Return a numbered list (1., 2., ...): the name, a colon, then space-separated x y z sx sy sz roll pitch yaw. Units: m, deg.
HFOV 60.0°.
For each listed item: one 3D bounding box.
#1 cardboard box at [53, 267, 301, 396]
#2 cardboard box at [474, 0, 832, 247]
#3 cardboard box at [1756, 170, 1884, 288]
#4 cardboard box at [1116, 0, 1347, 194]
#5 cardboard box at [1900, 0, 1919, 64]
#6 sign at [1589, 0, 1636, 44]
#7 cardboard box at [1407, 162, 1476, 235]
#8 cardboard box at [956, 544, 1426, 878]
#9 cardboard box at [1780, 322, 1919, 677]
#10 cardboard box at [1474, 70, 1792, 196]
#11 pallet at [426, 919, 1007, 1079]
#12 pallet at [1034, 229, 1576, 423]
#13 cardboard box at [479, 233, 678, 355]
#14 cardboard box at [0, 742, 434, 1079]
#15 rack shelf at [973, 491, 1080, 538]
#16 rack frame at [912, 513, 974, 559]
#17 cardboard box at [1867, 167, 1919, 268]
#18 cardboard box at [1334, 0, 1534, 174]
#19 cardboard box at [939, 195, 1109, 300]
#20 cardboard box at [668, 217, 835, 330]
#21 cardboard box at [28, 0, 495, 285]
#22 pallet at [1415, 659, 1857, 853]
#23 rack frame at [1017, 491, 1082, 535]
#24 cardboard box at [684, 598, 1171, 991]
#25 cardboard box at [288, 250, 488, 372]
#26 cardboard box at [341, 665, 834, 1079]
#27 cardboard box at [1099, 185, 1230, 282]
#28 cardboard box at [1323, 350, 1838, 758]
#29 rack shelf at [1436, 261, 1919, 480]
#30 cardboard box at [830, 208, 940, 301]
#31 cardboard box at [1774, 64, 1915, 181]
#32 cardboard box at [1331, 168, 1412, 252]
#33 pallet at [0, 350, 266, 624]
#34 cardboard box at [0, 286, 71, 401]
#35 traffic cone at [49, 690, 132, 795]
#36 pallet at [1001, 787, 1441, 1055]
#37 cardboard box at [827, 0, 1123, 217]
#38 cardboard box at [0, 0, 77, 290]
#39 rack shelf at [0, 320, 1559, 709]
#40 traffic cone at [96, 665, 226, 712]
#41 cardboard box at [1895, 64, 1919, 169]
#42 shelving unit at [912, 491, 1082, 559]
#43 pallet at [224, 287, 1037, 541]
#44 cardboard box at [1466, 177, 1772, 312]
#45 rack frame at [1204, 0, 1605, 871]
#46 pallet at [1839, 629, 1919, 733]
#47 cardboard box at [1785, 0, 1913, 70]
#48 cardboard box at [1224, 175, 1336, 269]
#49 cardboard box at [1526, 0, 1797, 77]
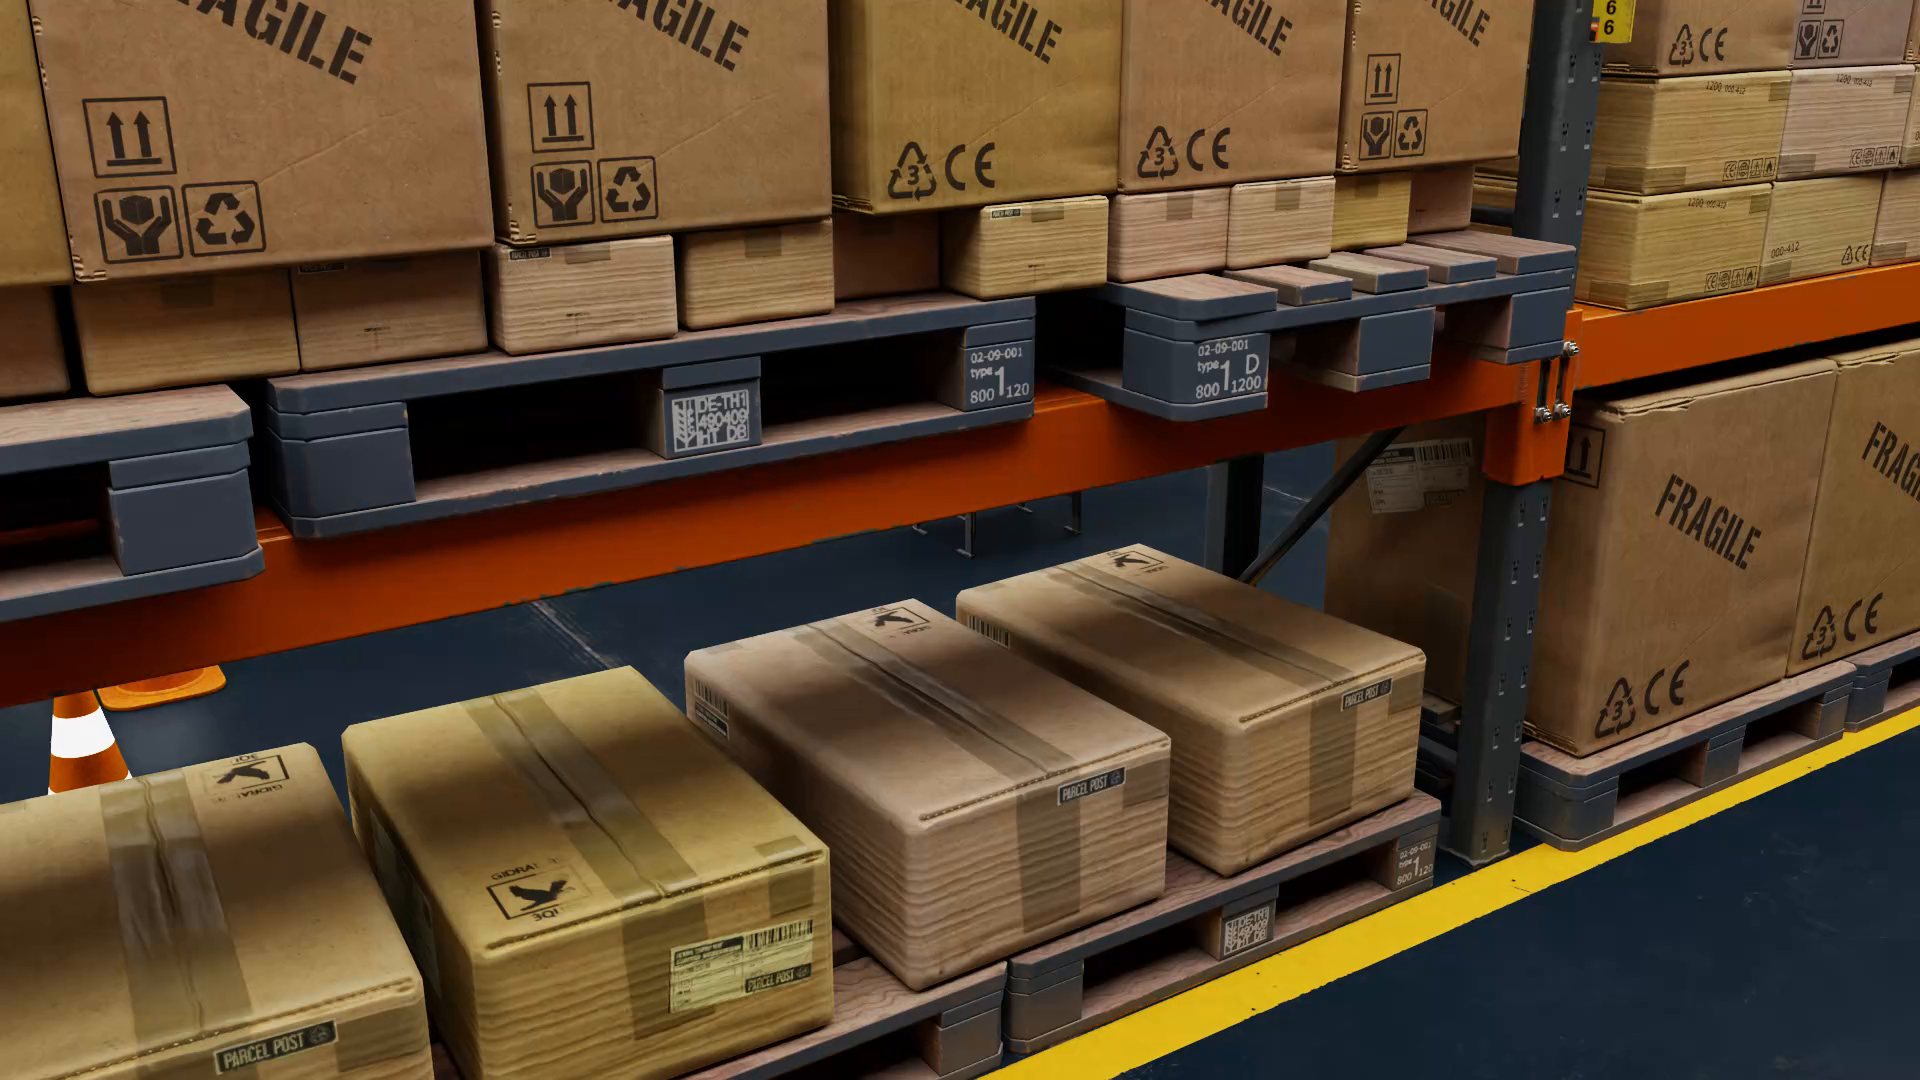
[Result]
1. cardboard box: -1.066 -0.318 2.238 0.250 0.149 0.380 -12 22 -31
2. cardboard box: -0.537 -0.737 2.466 0.500 0.500 0.500 -13 23 -34
3. cardboard box: 1.959 -0.827 4.240 0.500 0.250 0.500 -13 22 -33
4. cardboard box: 0.341 -0.922 3.013 0.500 0.500 0.500 -12 22 -32
5. cardboard box: 2.389 -1.503 4.290 0.500 0.500 0.500 -11 22 -30
6. sign: 1.300 -1.151 3.282 0.005 0.325 0.100 -12 22 -31
7. cardboard box: 0.849 -0.743 3.495 0.250 0.149 0.380 -11 22 -29
8. cardboard box: 0.516 0.359 3.946 0.625 0.372 0.950 -14 23 -35
9. cardboard box: 2.363 -0.231 4.907 0.875 0.875 0.875 -12 22 -31
10. cardboard box: 1.552 -0.973 3.891 0.500 0.250 0.500 -12 22 -32
11. pallet: -0.678 0.888 3.288 1.213 0.211 1.003 -12 22 -31
12. pallet: 0.457 -0.539 3.454 1.003 0.211 1.213 -12 22 -31
13. cardboard box: -0.608 -0.394 2.463 0.250 0.149 0.380 -11 22 -29
14. cardboard box: -1.312 0.746 2.801 0.625 0.372 0.950 -10 21 -28
15. rack shelf: 0.138 -0.348 6.223 0.480 0.518 0.431 -12 22 -31
16. rack frame: -0.066 -0.981 5.868 0.015 2.100 0.400 -12 22 -31
17. cardboard box: 2.401 -0.917 4.509 0.500 0.250 0.500 -11 22 -30
18. cardboard box: 0.766 -1.016 3.291 0.500 0.500 0.500 -13 22 -33
19. cardboard box: 0.042 -0.525 2.852 0.250 0.149 0.380 -11 22 -30
20. cardboard box: -0.402 -0.449 2.625 0.250 0.149 0.380 -13 22 -33
21. cardboard box: -0.960 -0.644 2.189 0.500 0.500 0.500 -12 22 -32
22. pallet: 1.693 0.419 4.677 1.213 0.211 1.003 -12 22 -31
23. rack frame: 0.342 -1.067 6.122 0.015 2.100 0.400 -12 22 -31
24. cardboard box: -0.096 0.491 3.555 0.625 0.372 0.950 -12 22 -32
25. cardboard box: -0.859 -0.361 2.365 0.250 0.149 0.380 -12 22 -31
26. cardboard box: -0.733 0.623 3.165 0.625 0.372 0.950 -11 22 -30
27. cardboard box: 0.264 -0.578 3.006 0.250 0.149 0.380 -13 23 -34
28. cardboard box: 1.616 -0.075 4.446 0.875 0.875 0.875 -12 22 -32
29. rack shelf: 2.664 -0.795 5.036 4.000 0.370 1.077 -12 22 -31
30. cardboard box: -0.237 -0.515 2.821 0.250 0.149 0.380 -12 22 -31
31. cardboard box: 1.984 -1.063 4.160 0.500 0.250 0.500 -11 22 -30
32. cardboard box: 0.665 -0.676 3.298 0.250 0.149 0.380 -12 22 -31
33. pallet: -1.629 -0.084 2.109 1.213 0.211 1.003 -12 22 -31
34. cardboard box: -1.304 -0.284 2.137 0.250 0.149 0.380 -10 21 -28
35. traffic cone: -2.082 0.530 3.955 0.334 0.463 0.336 -12 22 -31
36. pallet: 0.340 0.675 3.919 1.213 0.211 1.003 -12 22 -31
37. cardboard box: -0.080 -0.833 2.749 0.500 0.500 0.500 -14 23 -35
38. cardboard box: -1.380 -0.560 1.943 0.500 0.500 0.500 -12 22 -31
39. rack shelf: -0.677 -0.090 2.952 4.000 0.370 1.077 -12 22 -31
40. traffic cone: -2.390 0.211 4.897 0.334 0.463 0.336 -12 22 -31
41. cardboard box: 2.408 -1.148 4.410 0.500 0.250 0.500 -12 22 -32
42. shelving unit: 0.138 -1.024 5.995 0.503 2.100 0.431 -12 22 -31
43. pallet: -0.638 -0.333 2.846 1.213 0.211 1.003 -12 22 -31
44. cardboard box: 1.540 -0.731 3.959 0.500 0.250 0.500 -12 22 -32
45. rack frame: 0.993 -0.784 3.879 0.127 3.000 1.000 -12 22 -31
46. pallet: 2.711 0.205 5.308 1.213 0.211 1.003 -12 22 -31
47. cardboard box: 1.949 -1.416 4.032 0.500 0.500 0.500 -12 22 -31
48. cardboard box: 0.479 -0.620 3.131 0.250 0.149 0.380 -12 22 -32
49. cardboard box: 1.540 -1.326 3.766 0.500 0.500 0.500 -13 22 -33
